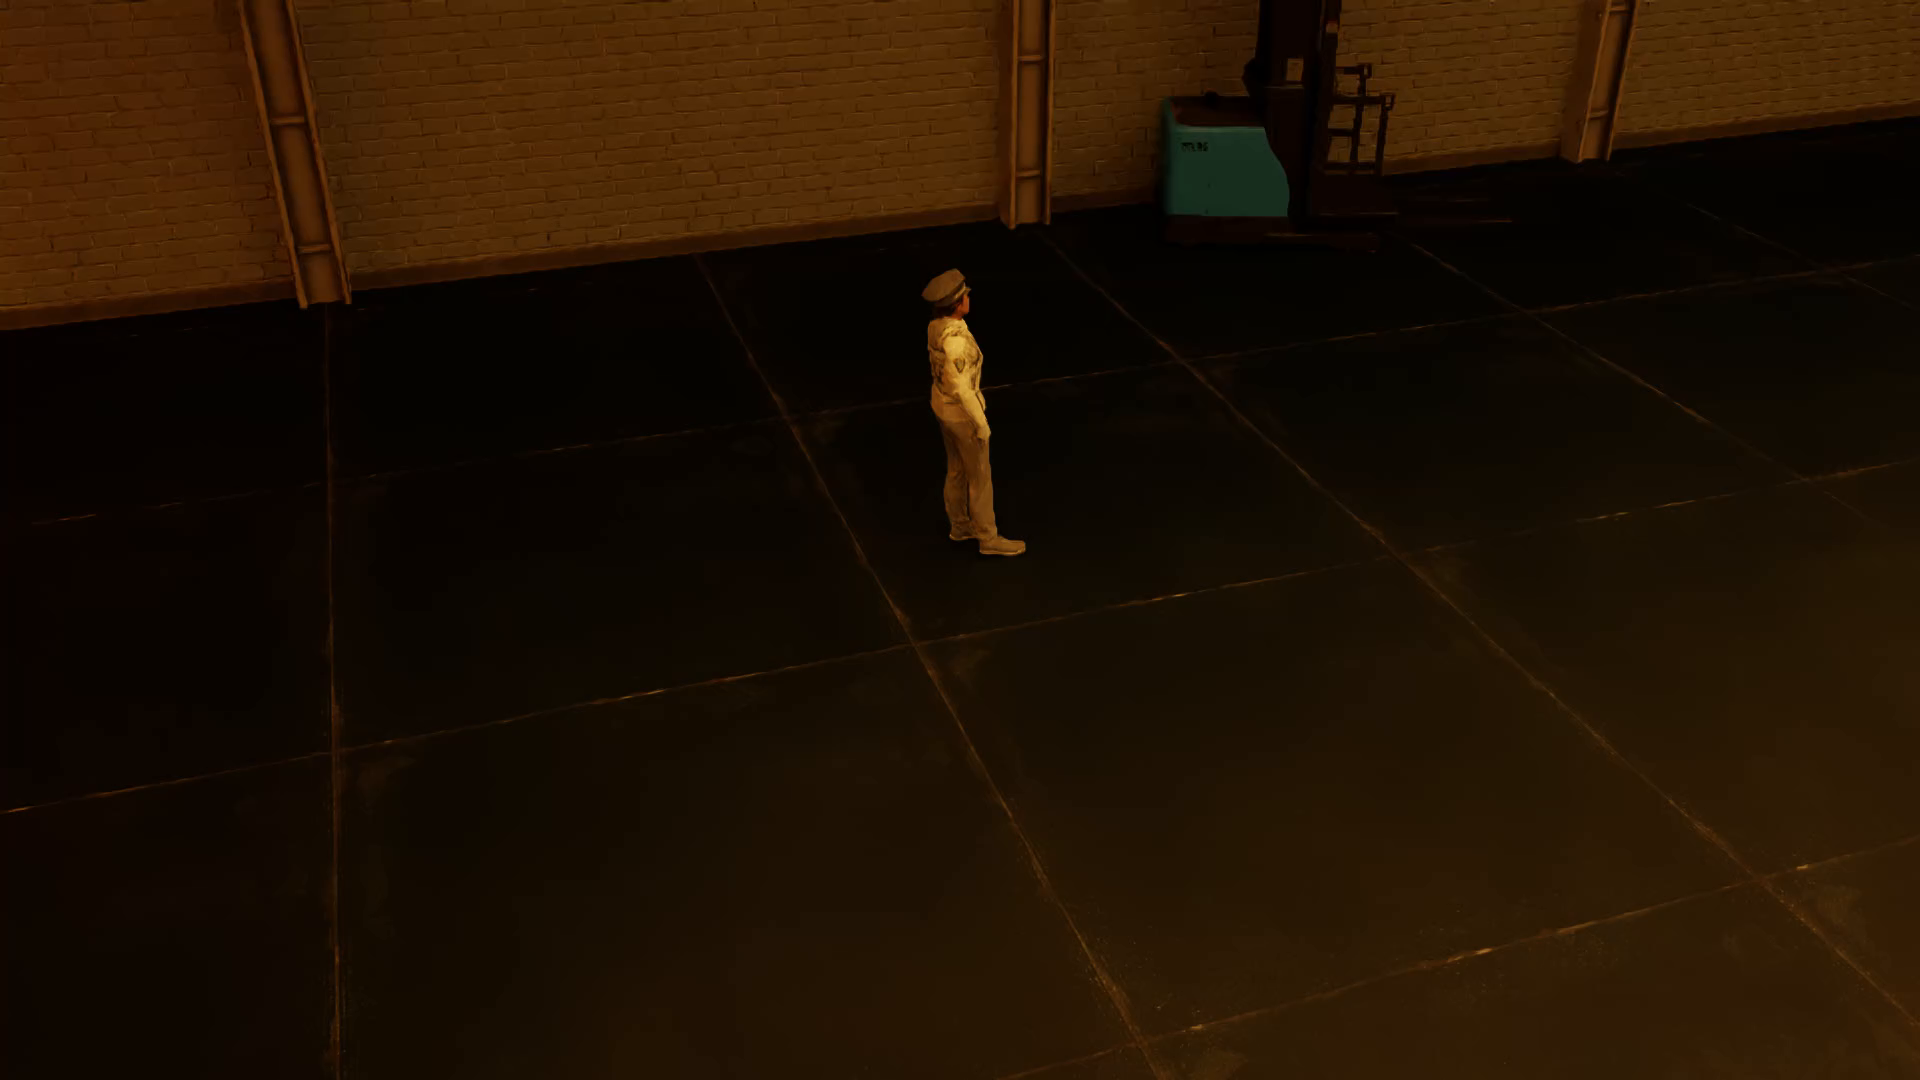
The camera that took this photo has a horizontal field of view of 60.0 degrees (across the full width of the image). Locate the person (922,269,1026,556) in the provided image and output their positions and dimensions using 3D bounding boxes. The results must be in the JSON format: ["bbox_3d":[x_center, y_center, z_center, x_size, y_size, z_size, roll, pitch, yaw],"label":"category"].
[{"bbox_3d":[0.067,-0.748,9.613,0.533,1.695,0.586,-10,31,-16],"label":"person"}]

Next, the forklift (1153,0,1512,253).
[{"bbox_3d":[3.263,-4.014,14.064,3.031,2.935,1.130,1,30,1],"label":"forklift"}]
